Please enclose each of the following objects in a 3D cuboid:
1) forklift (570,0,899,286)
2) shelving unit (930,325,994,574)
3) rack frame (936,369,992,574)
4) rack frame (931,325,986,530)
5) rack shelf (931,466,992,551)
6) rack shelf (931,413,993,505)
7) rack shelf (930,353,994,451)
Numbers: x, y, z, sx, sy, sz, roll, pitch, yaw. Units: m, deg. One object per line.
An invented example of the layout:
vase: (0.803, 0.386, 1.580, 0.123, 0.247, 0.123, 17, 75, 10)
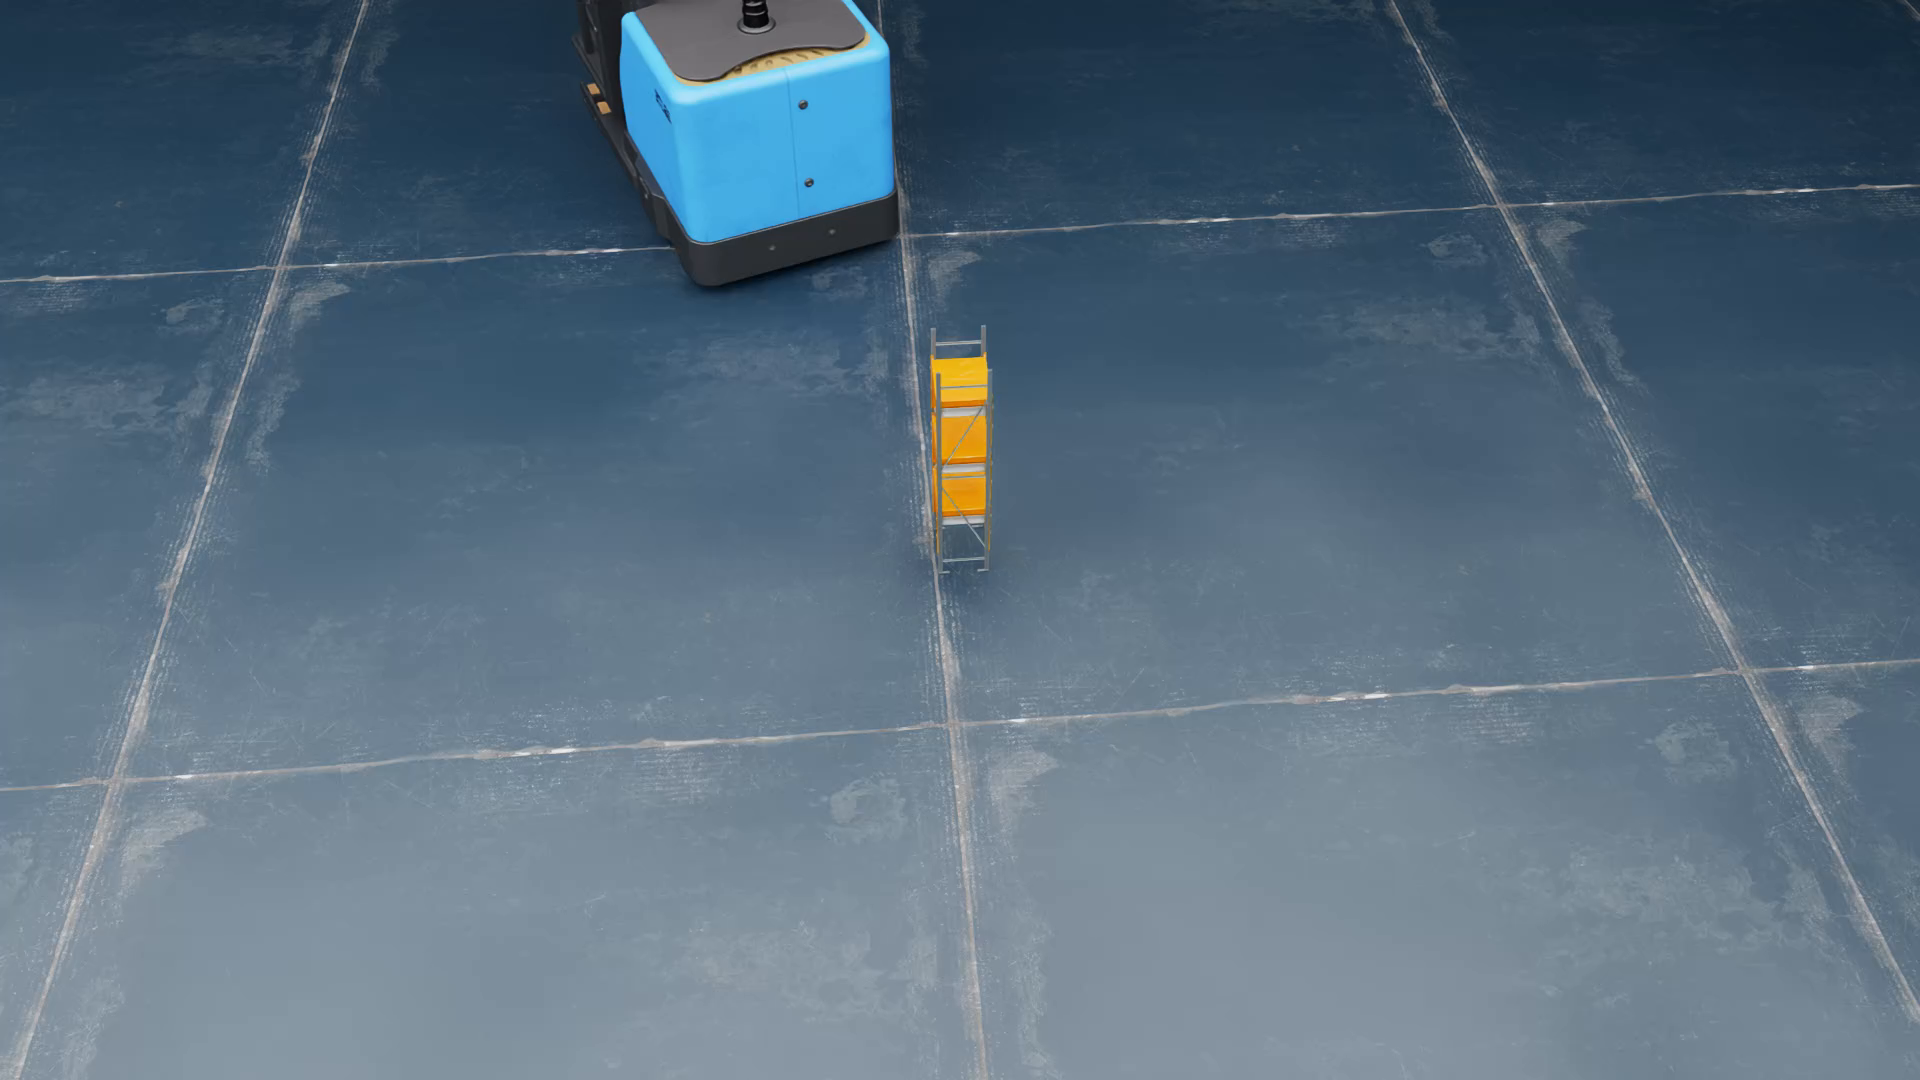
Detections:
forklift: (-1.371, -3.278, 7.836, 1.130, 2.935, 3.031, -18, 49, -17)
shelving unit: (0.004, -0.322, 6.332, 0.215, 1.050, 0.252, -3, 47, -3)
rack frame: (0.015, -0.234, 6.249, 0.200, 1.050, 0.008, -3, 47, -3)
rack frame: (-0.006, -0.411, 6.416, 0.200, 1.050, 0.008, -3, 47, -3)
rack shelf: (0.004, -0.124, 6.542, 0.215, 0.259, 0.240, -3, 47, -3)
rack shelf: (0.004, -0.315, 6.340, 0.215, 0.259, 0.240, -3, 47, -3)
rack shelf: (0.004, -0.510, 6.134, 0.215, 0.259, 0.240, -3, 47, -3)
